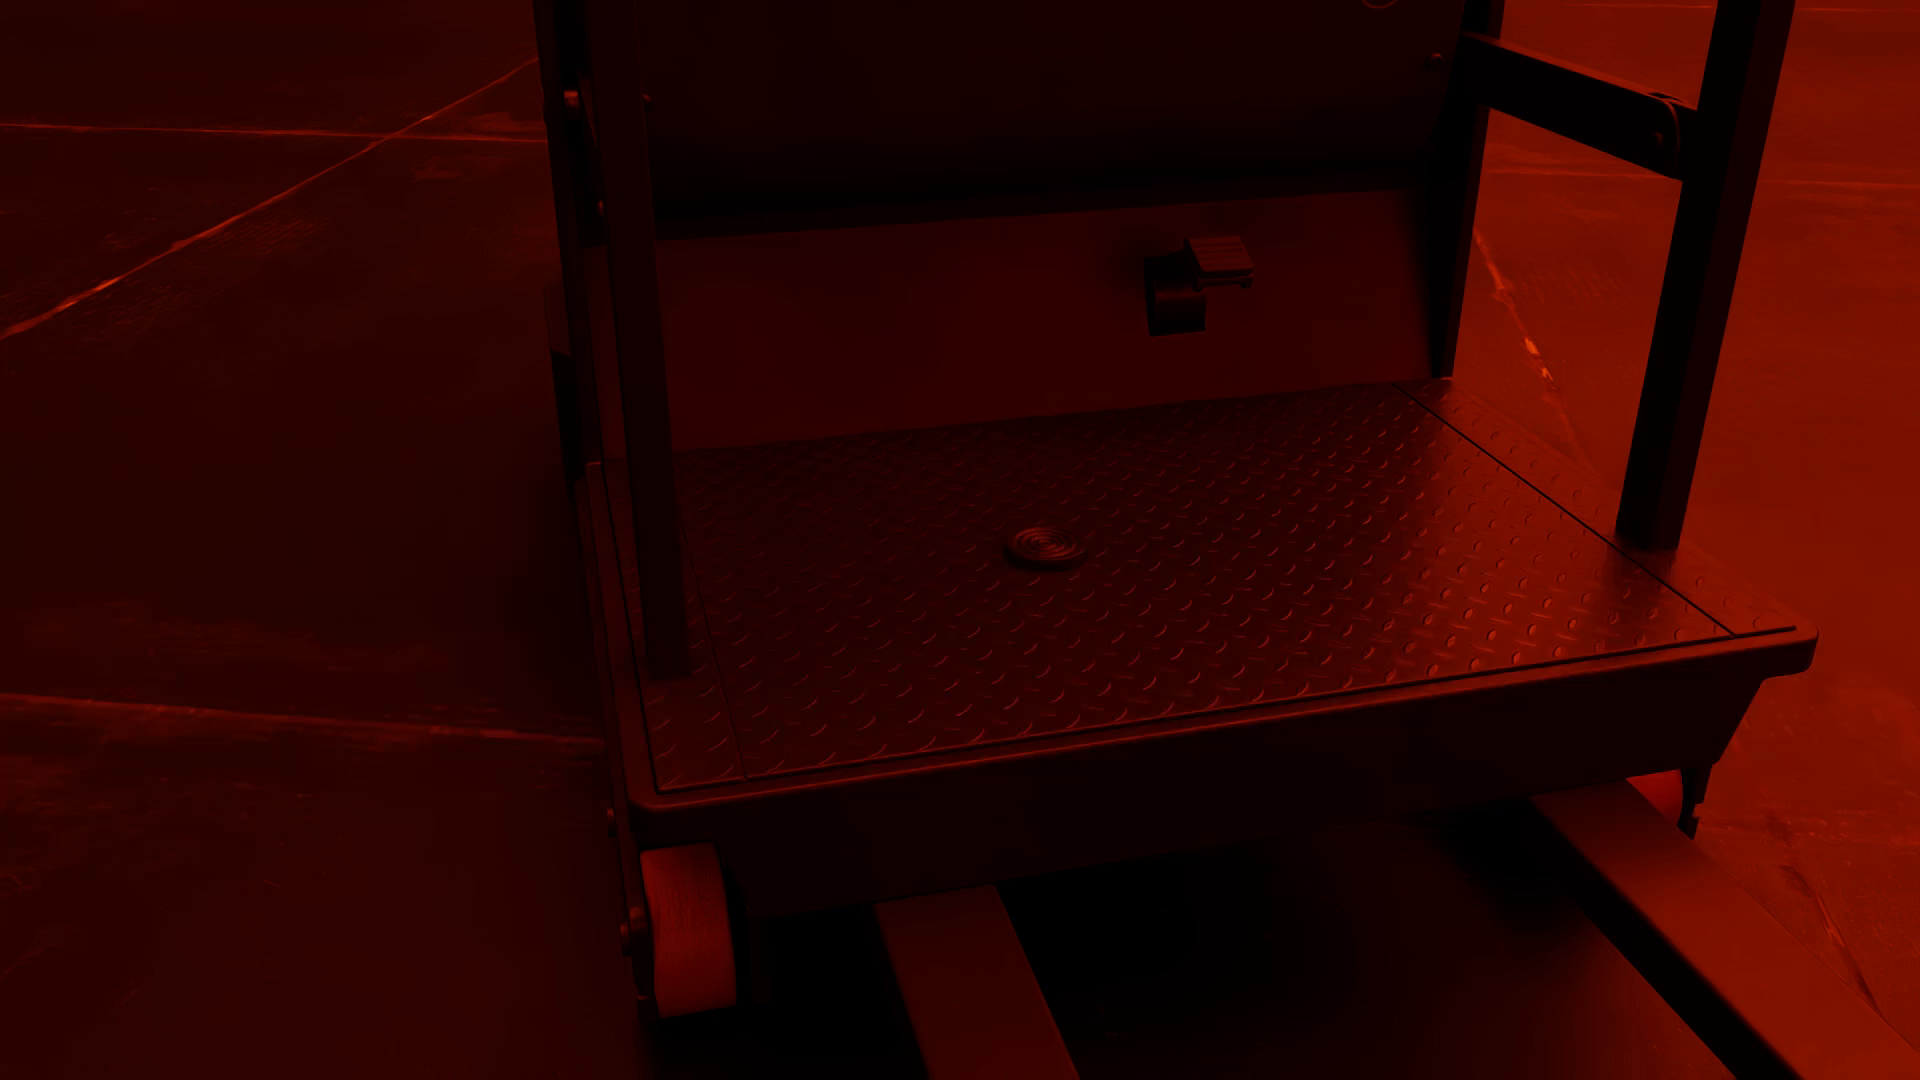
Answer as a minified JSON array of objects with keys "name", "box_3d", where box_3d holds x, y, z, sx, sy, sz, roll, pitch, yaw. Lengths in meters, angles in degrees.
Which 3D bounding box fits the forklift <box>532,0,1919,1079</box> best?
[{"name":"forklift","box_3d":[0.153,-1.049,1.319,1.130,2.935,3.031,-7,27,-13]}]
